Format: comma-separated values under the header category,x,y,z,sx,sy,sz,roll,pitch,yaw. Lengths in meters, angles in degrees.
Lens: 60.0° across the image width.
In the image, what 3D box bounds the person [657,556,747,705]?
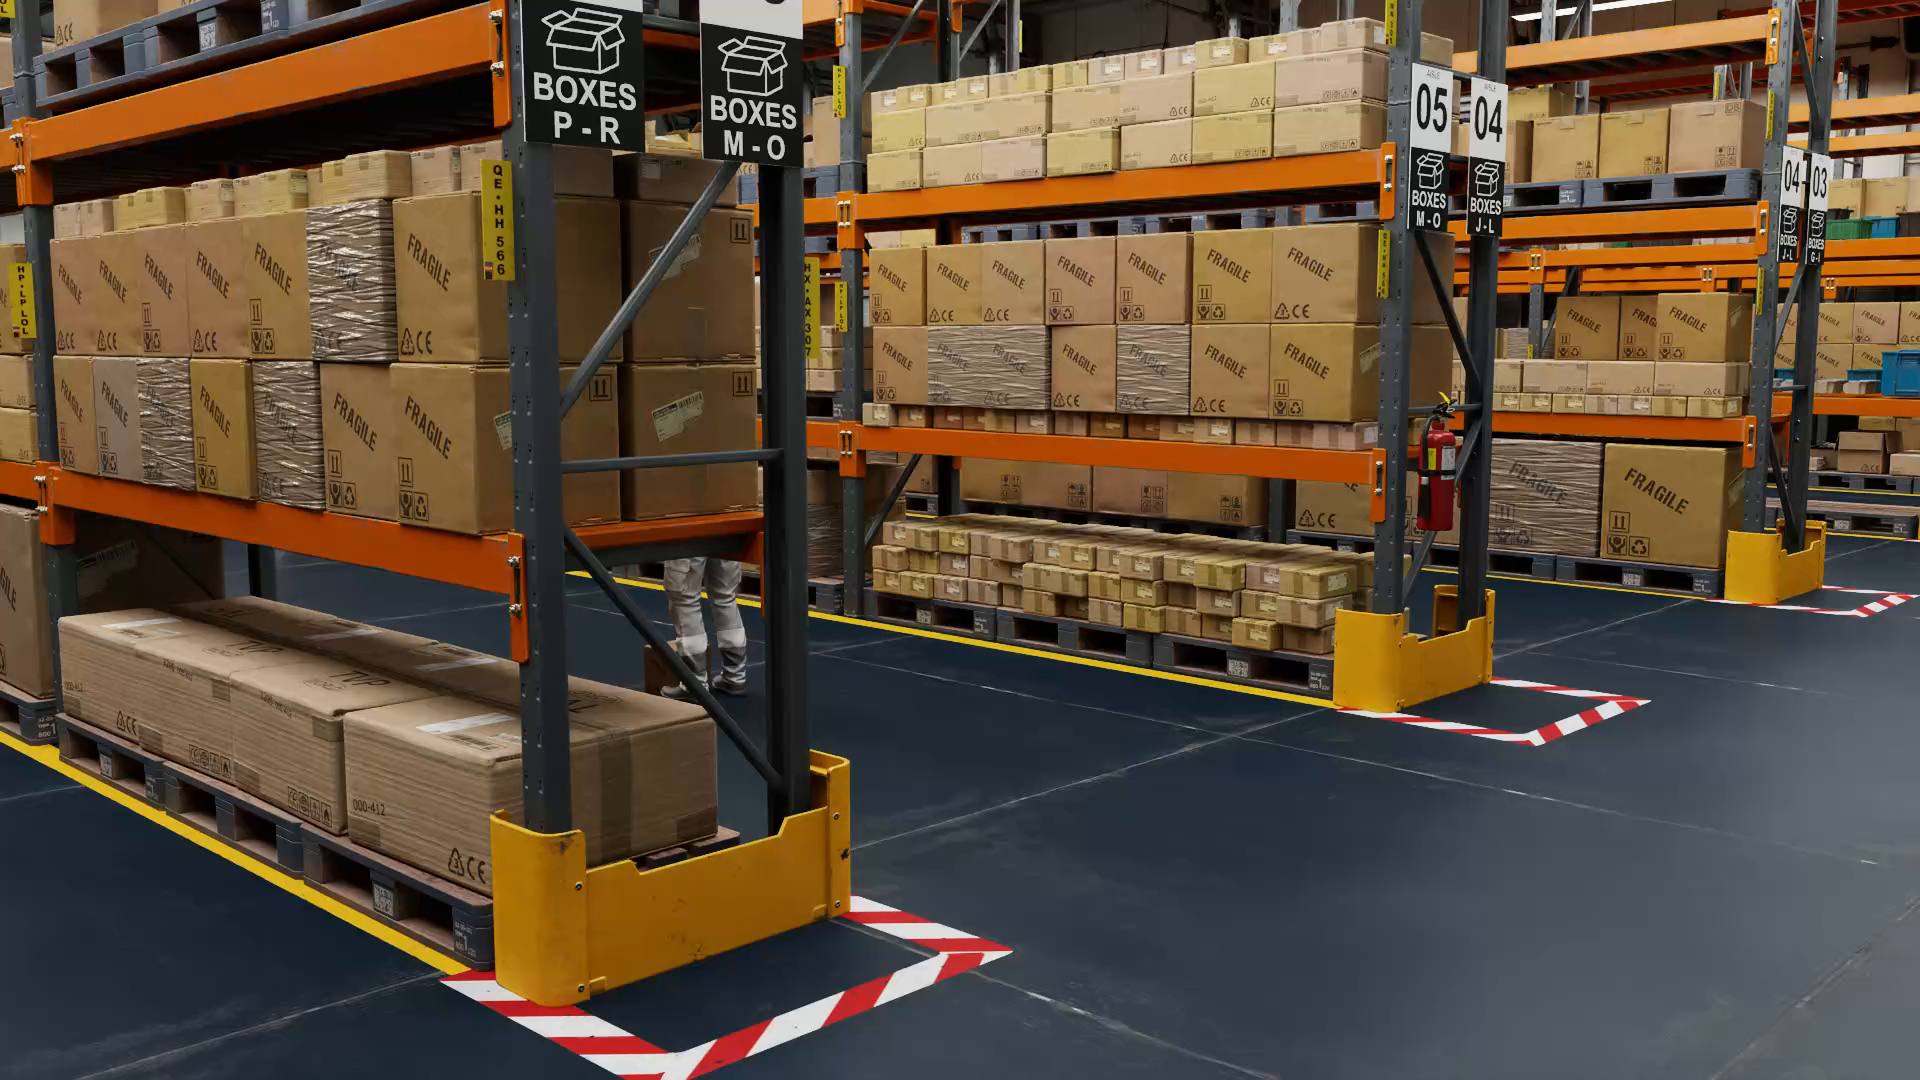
category,x,y,z,sx,sy,sz,roll,pitch,yaw
person,-1.353,-0.053,8.629,0.456,1.778,0.615,6,9,43
